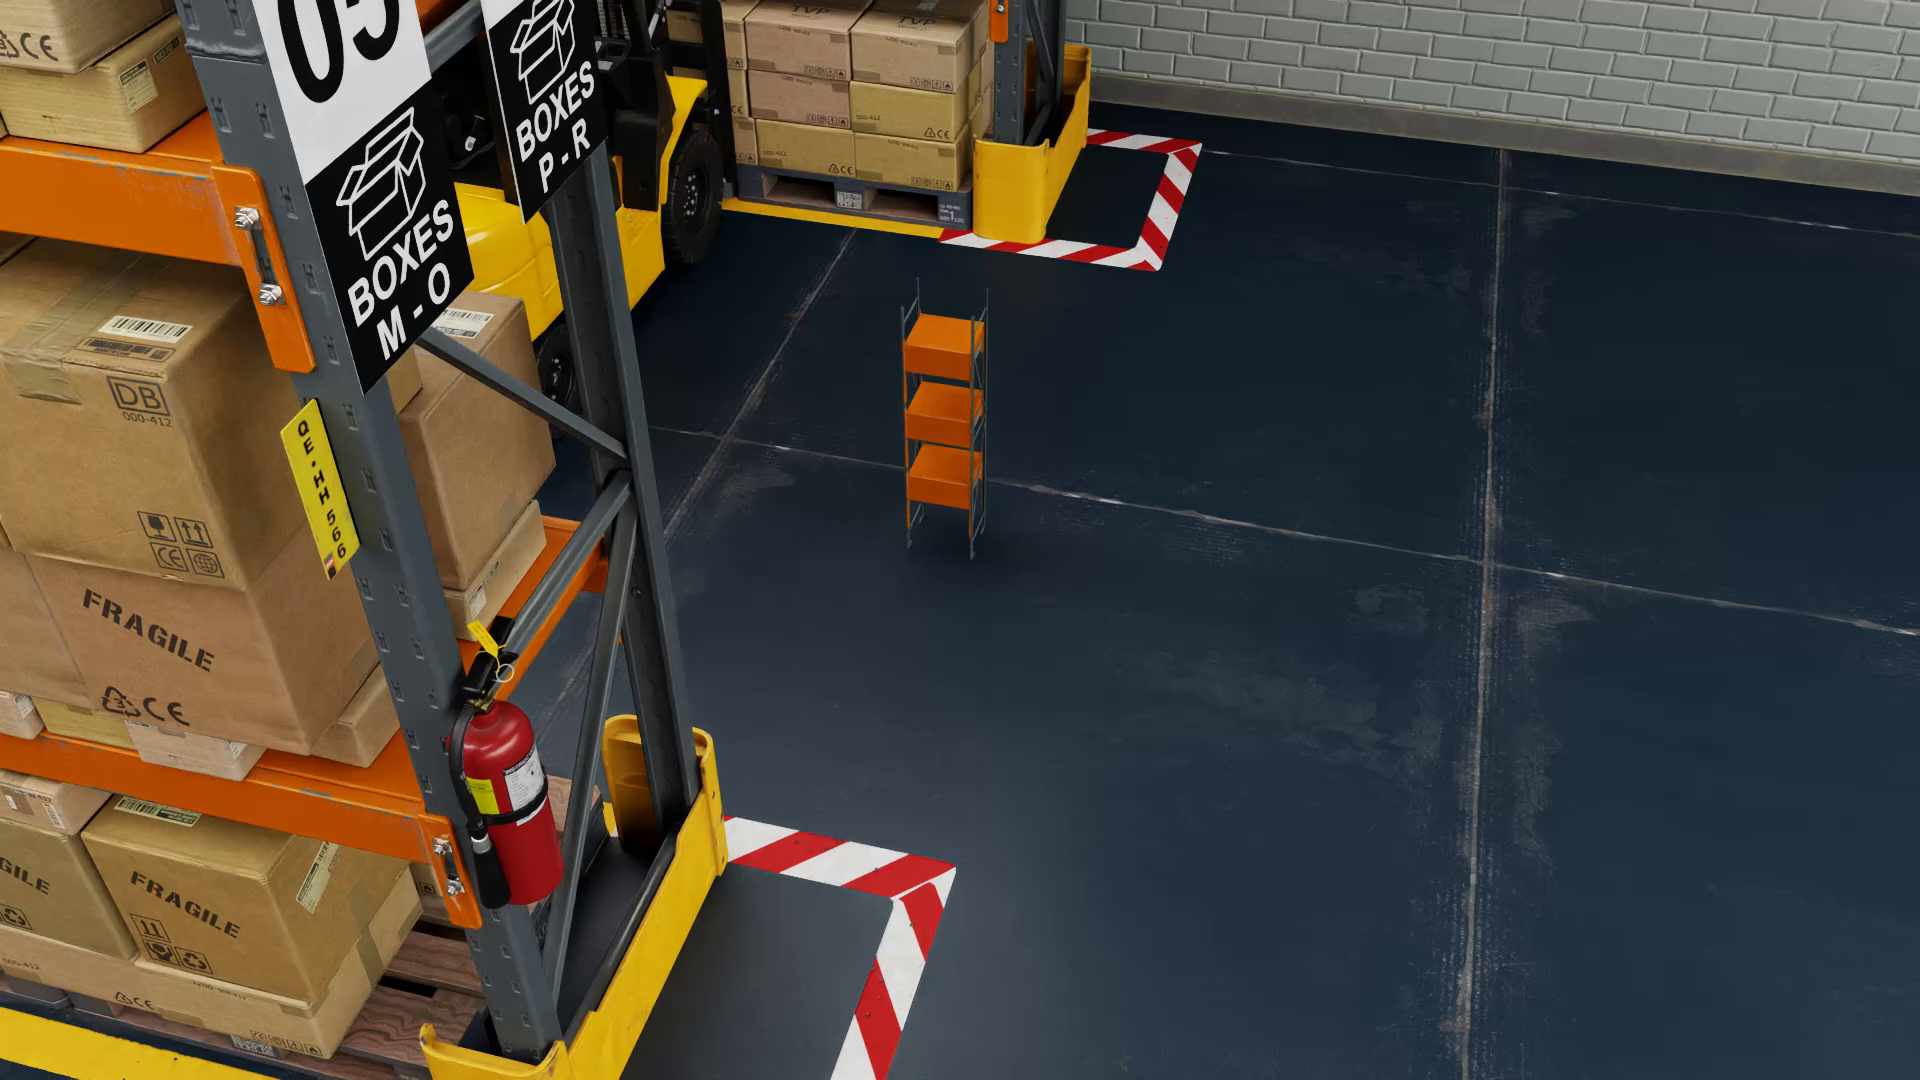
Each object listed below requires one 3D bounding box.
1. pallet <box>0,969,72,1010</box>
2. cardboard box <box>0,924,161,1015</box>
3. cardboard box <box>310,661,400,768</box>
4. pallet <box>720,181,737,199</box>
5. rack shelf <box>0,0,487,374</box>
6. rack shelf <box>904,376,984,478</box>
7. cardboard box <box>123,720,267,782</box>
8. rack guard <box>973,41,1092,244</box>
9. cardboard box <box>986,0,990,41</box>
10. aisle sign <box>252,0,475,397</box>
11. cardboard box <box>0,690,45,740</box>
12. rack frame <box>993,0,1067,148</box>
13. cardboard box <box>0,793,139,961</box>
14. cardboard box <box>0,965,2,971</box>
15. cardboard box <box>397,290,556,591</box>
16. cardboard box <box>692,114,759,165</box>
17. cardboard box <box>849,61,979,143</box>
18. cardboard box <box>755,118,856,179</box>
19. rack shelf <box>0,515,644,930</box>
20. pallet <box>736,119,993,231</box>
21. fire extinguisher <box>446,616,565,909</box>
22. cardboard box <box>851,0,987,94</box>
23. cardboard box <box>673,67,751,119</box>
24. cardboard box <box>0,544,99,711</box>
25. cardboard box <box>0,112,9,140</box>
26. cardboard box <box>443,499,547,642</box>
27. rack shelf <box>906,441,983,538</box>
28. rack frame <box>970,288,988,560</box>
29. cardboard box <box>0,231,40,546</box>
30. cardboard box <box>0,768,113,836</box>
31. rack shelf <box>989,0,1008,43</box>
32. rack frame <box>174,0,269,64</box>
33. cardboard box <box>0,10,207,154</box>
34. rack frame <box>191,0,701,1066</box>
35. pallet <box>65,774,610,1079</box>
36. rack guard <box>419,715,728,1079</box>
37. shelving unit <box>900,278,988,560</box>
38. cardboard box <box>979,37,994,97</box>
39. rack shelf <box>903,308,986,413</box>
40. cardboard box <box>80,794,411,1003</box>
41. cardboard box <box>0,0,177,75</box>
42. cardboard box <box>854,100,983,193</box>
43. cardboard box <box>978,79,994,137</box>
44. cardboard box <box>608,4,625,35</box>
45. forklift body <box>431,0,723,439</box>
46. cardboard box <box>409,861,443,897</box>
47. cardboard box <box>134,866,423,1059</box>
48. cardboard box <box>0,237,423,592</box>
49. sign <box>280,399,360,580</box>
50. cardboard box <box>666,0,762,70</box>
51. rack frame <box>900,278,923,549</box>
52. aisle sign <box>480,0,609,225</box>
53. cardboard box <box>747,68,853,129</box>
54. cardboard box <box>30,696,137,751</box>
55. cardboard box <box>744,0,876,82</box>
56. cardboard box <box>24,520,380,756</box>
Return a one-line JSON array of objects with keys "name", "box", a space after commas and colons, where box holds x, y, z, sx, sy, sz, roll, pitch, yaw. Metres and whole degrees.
[{"name": "pallet", "box": [-2.962, 0.834, 5.093, 1.213, 0.211, 1.003, 10, 41, 11]}, {"name": "cardboard box", "box": [-2.287, 0.974, 4.570, 0.500, 0.250, 0.500, 10, 41, 12]}, {"name": "cardboard box", "box": [-1.355, 0.307, 3.748, 0.250, 0.149, 0.380, 11, 41, 13]}, {"name": "pallet", "box": [-1.583, -2.182, 8.684, 1.213, 0.211, 1.003, 10, 41, 11]}, {"name": "rack shelf", "box": [-2.871, -1.066, 3.414, 4.000, 0.370, 1.077, 10, 41, 11]}, {"name": "rack shelf", "box": [-0.052, -0.403, 5.930, 0.240, 0.259, 0.215, 10, 41, 11]}, {"name": "cardboard box", "box": [-1.628, 0.334, 3.716, 0.250, 0.149, 0.380, 9, 41, 11]}, {"name": "rack guard", "box": [0.364, -1.983, 8.223, 0.348, 0.500, 1.175, 10, 41, 11]}, {"name": "cardboard box", "box": [-0.074, -2.633, 8.087, 0.500, 0.250, 0.500, 9, 41, 11]}, {"name": "aisle sign", "box": [-0.954, -0.665, 2.688, 0.004, 0.787, 0.394, 10, 41, 11]}, {"name": "cardboard box", "box": [-2.127, 0.254, 3.811, 0.250, 0.149, 0.380, 10, 41, 12]}, {"name": "rack frame", "box": [0.341, -2.945, 7.424, 0.127, 3.000, 1.000, 10, 41, 11]}, {"name": "cardboard box", "box": [-2.285, 0.689, 4.326, 0.500, 0.500, 0.500, 11, 41, 13]}, {"name": "cardboard box", "box": [-2.794, 0.890, 4.669, 0.500, 0.250, 0.500, 8, 41, 10]}, {"name": "cardboard box", "box": [-1.324, -0.263, 3.922, 0.500, 0.500, 0.500, 9, 41, 11]}, {"name": "cardboard box", "box": [-1.153, -2.112, 8.243, 0.500, 0.250, 0.500, 10, 41, 12]}, {"name": "cardboard box", "box": [-0.210, -2.131, 7.877, 0.500, 0.250, 0.500, 9, 41, 11]}, {"name": "cardboard box", "box": [-0.673, -2.023, 8.138, 0.500, 0.250, 0.500, 10, 41, 11]}, {"name": "rack shelf", "box": [-2.871, 0.083, 4.378, 4.000, 0.370, 1.077, 10, 41, 11]}, {"name": "pallet", "box": [-0.409, -1.978, 8.441, 1.213, 0.211, 1.003, 10, 41, 11]}, {"name": "fire extinguisher", "box": [-0.947, 0.475, 3.412, 0.183, 0.674, 0.296, 10, 41, 11]}, {"name": "cardboard box", "box": [-0.185, -2.318, 7.712, 0.500, 0.250, 0.500, 11, 41, 13]}, {"name": "cardboard box", "box": [-1.196, -2.293, 8.071, 0.500, 0.250, 0.500, 9, 41, 10]}, {"name": "cardboard box", "box": [-2.017, -0.018, 3.629, 0.500, 0.500, 0.500, 10, 41, 12]}, {"name": "cardboard box", "box": [-1.604, -0.819, 2.756, 0.250, 0.149, 0.380, 10, 41, 12]}, {"name": "cardboard box", "box": [-1.213, 0.051, 4.052, 0.250, 0.149, 0.380, 10, 41, 12]}, {"name": "rack shelf", "box": [-0.052, -0.190, 6.108, 0.240, 0.259, 0.215, 10, 41, 11]}, {"name": "rack frame", "box": [0.066, -0.391, 5.899, 0.008, 1.050, 0.200, 10, 41, 11]}, {"name": "cardboard box", "box": [-1.975, -0.433, 3.347, 0.500, 0.500, 0.700, 10, 41, 12]}, {"name": "cardboard box", "box": [-2.152, 0.506, 4.039, 0.250, 0.149, 0.380, 11, 41, 13]}, {"name": "rack shelf", "box": [-1.591, -3.002, 8.051, 4.000, 0.370, 1.077, 10, 41, 11]}, {"name": "rack frame", "box": [-0.939, -2.157, 1.822, 0.127, 3.000, 1.000, 10, 41, 11]}, {"name": "cardboard box", "box": [-1.356, -0.798, 2.731, 0.250, 0.149, 0.380, 10, 41, 12]}, {"name": "rack frame", "box": [-0.939, 0.140, 3.751, 0.127, 3.000, 1.000, 10, 41, 11]}, {"name": "pallet", "box": [-1.788, 1.038, 4.850, 1.213, 0.211, 1.003, 10, 41, 11]}, {"name": "rack guard", "box": [-1.012, 1.084, 4.570, 0.348, 0.500, 1.175, 10, 41, 11]}, {"name": "shelving unit", "box": [-0.052, -0.411, 5.923, 0.252, 1.050, 0.215, 10, 41, 11]}, {"name": "cardboard box", "box": [-0.060, -2.451, 8.259, 0.500, 0.250, 0.500, 10, 41, 12]}, {"name": "rack shelf", "box": [-0.052, -0.620, 5.747, 0.240, 0.259, 0.215, 10, 41, 11]}, {"name": "cardboard box", "box": [-1.780, 0.774, 4.225, 0.500, 0.500, 0.500, 10, 41, 12]}, {"name": "cardboard box", "box": [-1.502, -0.983, 2.641, 0.500, 0.250, 0.500, 9, 41, 11]}, {"name": "cardboard box", "box": [-0.195, -1.934, 8.032, 0.500, 0.250, 0.500, 10, 41, 12]}, {"name": "cardboard box", "box": [-0.083, -2.256, 8.415, 0.500, 0.250, 0.500, 10, 41, 12]}, {"name": "cardboard box", "box": [-1.657, -2.566, 8.007, 0.500, 0.250, 0.500, 9, 41, 11]}, {"name": "forklift body", "box": [-1.962, -1.801, 6.722, 1.214, 2.155, 2.313, 10, 41, 11]}, {"name": "cardboard box", "box": [-1.646, 0.726, 4.865, 0.500, 0.250, 0.500, 9, 41, 11]}, {"name": "cardboard box", "box": [-1.812, 1.061, 4.466, 0.500, 0.250, 0.500, 10, 41, 11]}, {"name": "cardboard box", "box": [-1.488, -0.345, 3.241, 0.500, 0.500, 0.700, 9, 41, 10]}, {"name": "sign", "box": [-1.101, -0.083, 2.871, 0.005, 0.325, 0.100, 10, 41, 11]}, {"name": "cardboard box", "box": [-1.169, -2.477, 7.901, 0.500, 0.250, 0.500, 10, 41, 12]}, {"name": "rack frame", "box": [-0.170, -0.431, 5.947, 0.008, 1.050, 0.200, 10, 41, 11]}, {"name": "aisle sign", "box": [-0.799, -1.038, 3.132, 0.004, 0.787, 0.394, 10, 41, 11]}, {"name": "cardboard box", "box": [-0.692, -2.221, 7.985, 0.500, 0.250, 0.500, 9, 41, 11]}, {"name": "cardboard box", "box": [-1.871, 0.278, 3.782, 0.250, 0.149, 0.380, 9, 41, 11]}, {"name": "cardboard box", "box": [-0.679, -2.399, 7.809, 0.500, 0.250, 0.500, 10, 41, 12]}, {"name": "cardboard box", "box": [-1.534, 0.069, 3.527, 0.500, 0.500, 0.500, 9, 41, 11]}]
